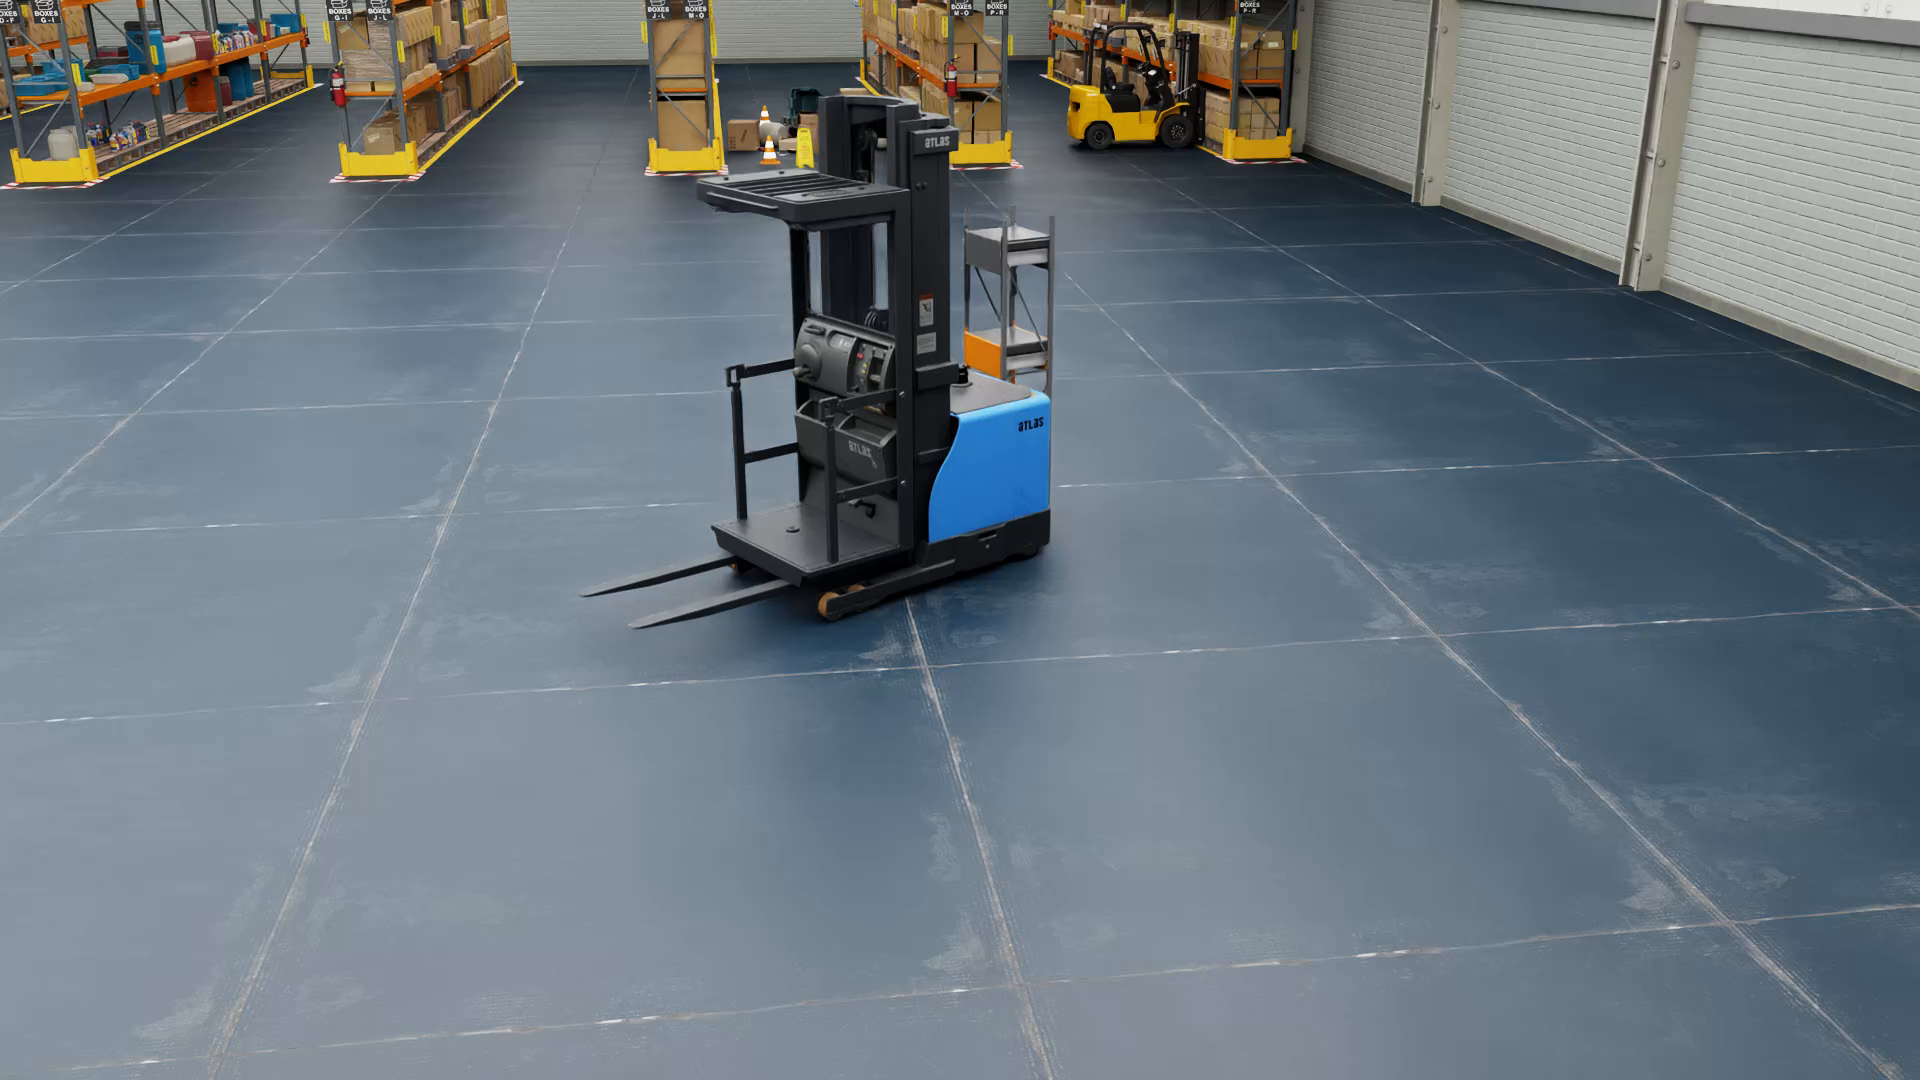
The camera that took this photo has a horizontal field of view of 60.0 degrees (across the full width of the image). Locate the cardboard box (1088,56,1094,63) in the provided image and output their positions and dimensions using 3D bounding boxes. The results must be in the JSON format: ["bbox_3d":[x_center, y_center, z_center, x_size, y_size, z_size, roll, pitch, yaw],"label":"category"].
[{"bbox_3d":[3.272,-11.496,39.755,0.380,0.149,0.250,-2,21,-5],"label":"cardboard box"}]

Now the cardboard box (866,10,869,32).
[{"bbox_3d":[-2.064,-12.953,41.467,0.500,0.500,0.500,-3,21,-8],"label":"cardboard box"}]

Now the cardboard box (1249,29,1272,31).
[{"bbox_3d":[5.320,-8.950,29.396,0.380,0.149,0.250,-3,21,-7],"label":"cardboard box"}]

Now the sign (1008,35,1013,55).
[{"bbox_3d":[0.839,-8.331,27.997,0.100,0.325,0.005,-3,21,-8],"label":"sign"}]

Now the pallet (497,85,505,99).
[{"bbox_3d":[-11.267,-10.514,39.064,1.003,0.211,1.213,-3,21,-8],"label":"pallet"}]

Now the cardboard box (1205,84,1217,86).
[{"bbox_3d":[4.987,-8.576,31.792,0.500,0.250,0.500,-3,21,-9],"label":"cardboard box"}]

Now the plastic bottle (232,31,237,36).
[{"bbox_3d":[-15.796,-10.907,36.202,0.144,0.351,0.185,-3,21,-8],"label":"plastic bottle"}]

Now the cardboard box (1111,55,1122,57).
[{"bbox_3d":[3.822,-11.521,39.821,0.380,0.149,0.250,-4,21,-10],"label":"cardboard box"}]

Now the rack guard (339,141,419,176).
[{"bbox_3d":[-9.516,-6.253,27.244,1.175,0.500,0.348,-3,21,-8],"label":"rack guard"}]

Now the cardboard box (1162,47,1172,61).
[{"bbox_3d":[4.305,-9.625,32.915,0.500,0.250,0.500,-2,21,-7],"label":"cardboard box"}]

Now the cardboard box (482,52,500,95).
[{"bbox_3d":[-11.123,-10.534,37.568,1.225,0.875,0.875,-3,21,-8],"label":"cardboard box"}]

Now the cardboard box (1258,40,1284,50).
[{"bbox_3d":[5.421,-8.631,28.967,0.380,0.149,0.250,-3,21,-9],"label":"cardboard box"}]

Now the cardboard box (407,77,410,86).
[{"bbox_3d":[-9.405,-7.651,27.774,0.380,0.149,0.250,-3,21,-8],"label":"cardboard box"}]

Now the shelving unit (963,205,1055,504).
[{"bbox_3d":[0.327,-1.192,11.407,0.431,2.100,0.503,-12,23,-28],"label":"shelving unit"}]

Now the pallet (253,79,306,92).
[{"bbox_3d":[-16.632,-11.094,40.618,1.003,0.211,1.213,-3,21,-8],"label":"pallet"}]

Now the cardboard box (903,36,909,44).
[{"bbox_3d":[-0.968,-10.332,34.351,0.380,0.149,0.250,-3,21,-7],"label":"cardboard box"}]

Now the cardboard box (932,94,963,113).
[{"bbox_3d":[-0.216,-7.778,30.011,0.500,0.500,0.500,-3,21,-9],"label":"cardboard box"}]

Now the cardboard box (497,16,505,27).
[{"bbox_3d":[-11.406,-12.677,40.659,0.500,0.250,0.500,-3,21,-9],"label":"cardboard box"}]

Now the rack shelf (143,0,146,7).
[{"bbox_3d":[-15.271,-10.294,31.231,1.077,0.370,4.000,-3,21,-8],"label":"rack shelf"}]

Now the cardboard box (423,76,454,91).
[{"bbox_3d":[-10.445,-9.141,33.274,0.500,0.250,0.500,-1,20,-2],"label":"cardboard box"}]

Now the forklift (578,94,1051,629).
[{"bbox_3d":[-0.863,-1.099,9.971,3.031,2.935,1.130,-16,26,-37],"label":"forklift"}]

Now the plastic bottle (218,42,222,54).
[{"bbox_3d":[-15.368,-10.186,34.379,0.152,0.276,0.135,-3,21,-8],"label":"plastic bottle"}]

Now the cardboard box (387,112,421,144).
[{"bbox_3d":[-9.806,-7.259,29.337,0.500,0.500,0.500,-5,21,-13],"label":"cardboard box"}]

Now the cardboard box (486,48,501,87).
[{"bbox_3d":[-11.251,-10.987,38.782,0.875,0.875,0.875,-3,21,-8],"label":"cardboard box"}]

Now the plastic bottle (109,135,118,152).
[{"bbox_3d":[-14.359,-6.720,28.191,0.097,0.271,0.097,0,20,0],"label":"plastic bottle"}]

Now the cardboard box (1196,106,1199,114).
[{"bbox_3d":[4.608,-7.970,30.884,0.500,0.250,0.500,-3,21,-8],"label":"cardboard box"}]

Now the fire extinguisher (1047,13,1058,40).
[{"bbox_3d":[2.428,-13.506,43.733,0.296,0.674,0.183,-3,21,-8],"label":"fire extinguisher"}]

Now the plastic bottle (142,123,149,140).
[{"bbox_3d":[-14.587,-7.317,29.773,0.061,0.283,0.133,-2,21,-5],"label":"plastic bottle"}]

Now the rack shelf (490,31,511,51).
[{"bbox_3d":[-11.523,-11.908,39.841,1.077,0.370,4.000,-3,21,-8],"label":"rack shelf"}]

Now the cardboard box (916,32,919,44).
[{"bbox_3d":[-0.569,-9.814,32.037,0.500,0.500,0.500,-3,21,-9],"label":"cardboard box"}]

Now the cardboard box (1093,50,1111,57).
[{"bbox_3d":[3.356,-11.548,39.468,0.380,0.149,0.250,-4,21,-10],"label":"cardboard box"}]

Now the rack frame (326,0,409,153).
[{"bbox_3d":[-9.505,-7.398,26.737,1.000,3.000,0.127,-3,21,-8],"label":"rack frame"}]

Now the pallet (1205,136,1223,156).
[{"bbox_3d":[5.061,-7.106,29.940,1.003,0.211,1.213,-3,21,-8],"label":"pallet"}]

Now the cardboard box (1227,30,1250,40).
[{"bbox_3d":[4.886,-8.837,29.094,0.380,0.149,0.250,-3,21,-8],"label":"cardboard box"}]

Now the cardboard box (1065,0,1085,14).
[{"bbox_3d":[2.922,-13.420,41.576,0.500,0.500,0.500,-2,21,-6],"label":"cardboard box"}]

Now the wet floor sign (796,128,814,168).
[{"bbox_3d":[-2.619,-6.600,27.965,0.267,0.644,0.232,-7,21,-17],"label":"wet floor sign"}]

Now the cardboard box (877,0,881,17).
[{"bbox_3d":[-1.649,-12.401,38.560,0.500,0.500,0.500,-3,21,-7],"label":"cardboard box"}]

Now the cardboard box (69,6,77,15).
[{"bbox_3d":[-21.205,-12.639,39.198,0.500,0.500,0.500,-2,21,-6],"label":"cardboard box"}]

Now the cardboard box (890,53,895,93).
[{"bbox_3d":[-1.122,-10.731,38.097,0.875,0.875,0.875,-2,21,-6],"label":"cardboard box"}]

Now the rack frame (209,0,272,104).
[{"bbox_3d":[-16.136,-11.303,37.192,1.000,3.000,0.127,-3,21,-8],"label":"rack frame"}]

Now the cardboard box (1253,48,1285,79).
[{"bbox_3d":[5.416,-8.382,29.228,0.500,0.500,0.500,-2,21,-6],"label":"cardboard box"}]

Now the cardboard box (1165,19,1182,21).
[{"bbox_3d":[4.497,-10.814,34.813,0.380,0.149,0.250,-3,21,-8],"label":"cardboard box"}]

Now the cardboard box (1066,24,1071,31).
[{"bbox_3d":[2.877,-12.905,41.841,0.380,0.149,0.250,-2,21,-7],"label":"cardboard box"}]

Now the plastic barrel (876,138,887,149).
[{"bbox_3d":[-1.494,-7.330,30.236,0.512,0.421,0.421,12,24,30],"label":"plastic barrel"}]

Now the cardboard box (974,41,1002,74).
[{"bbox_3d":[0.508,-8.262,28.482,0.500,0.500,0.500,-3,21,-9],"label":"cardboard box"}]

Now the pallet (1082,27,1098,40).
[{"bbox_3d":[3.490,-11.932,39.151,1.003,0.211,1.213,-3,21,-8],"label":"pallet"}]

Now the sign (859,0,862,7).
[{"bbox_3d":[-2.555,-13.854,42.672,0.100,0.325,0.005,-3,21,-8],"label":"sign"}]

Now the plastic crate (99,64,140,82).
[{"bbox_3d":[-14.554,-8.094,28.813,0.499,0.251,0.616,-3,21,-8],"label":"plastic crate"}]

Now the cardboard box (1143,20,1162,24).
[{"bbox_3d":[4.011,-10.698,34.503,0.380,0.149,0.250,-2,21,-7],"label":"cardboard box"}]

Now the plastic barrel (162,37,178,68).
[{"bbox_3d":[-15.009,-9.193,31.349,0.433,0.535,0.433,0,20,0],"label":"plastic barrel"}]

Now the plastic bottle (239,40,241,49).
[{"bbox_3d":[-15.571,-10.703,35.870,0.097,0.201,0.097,0,20,0],"label":"plastic bottle"}]
